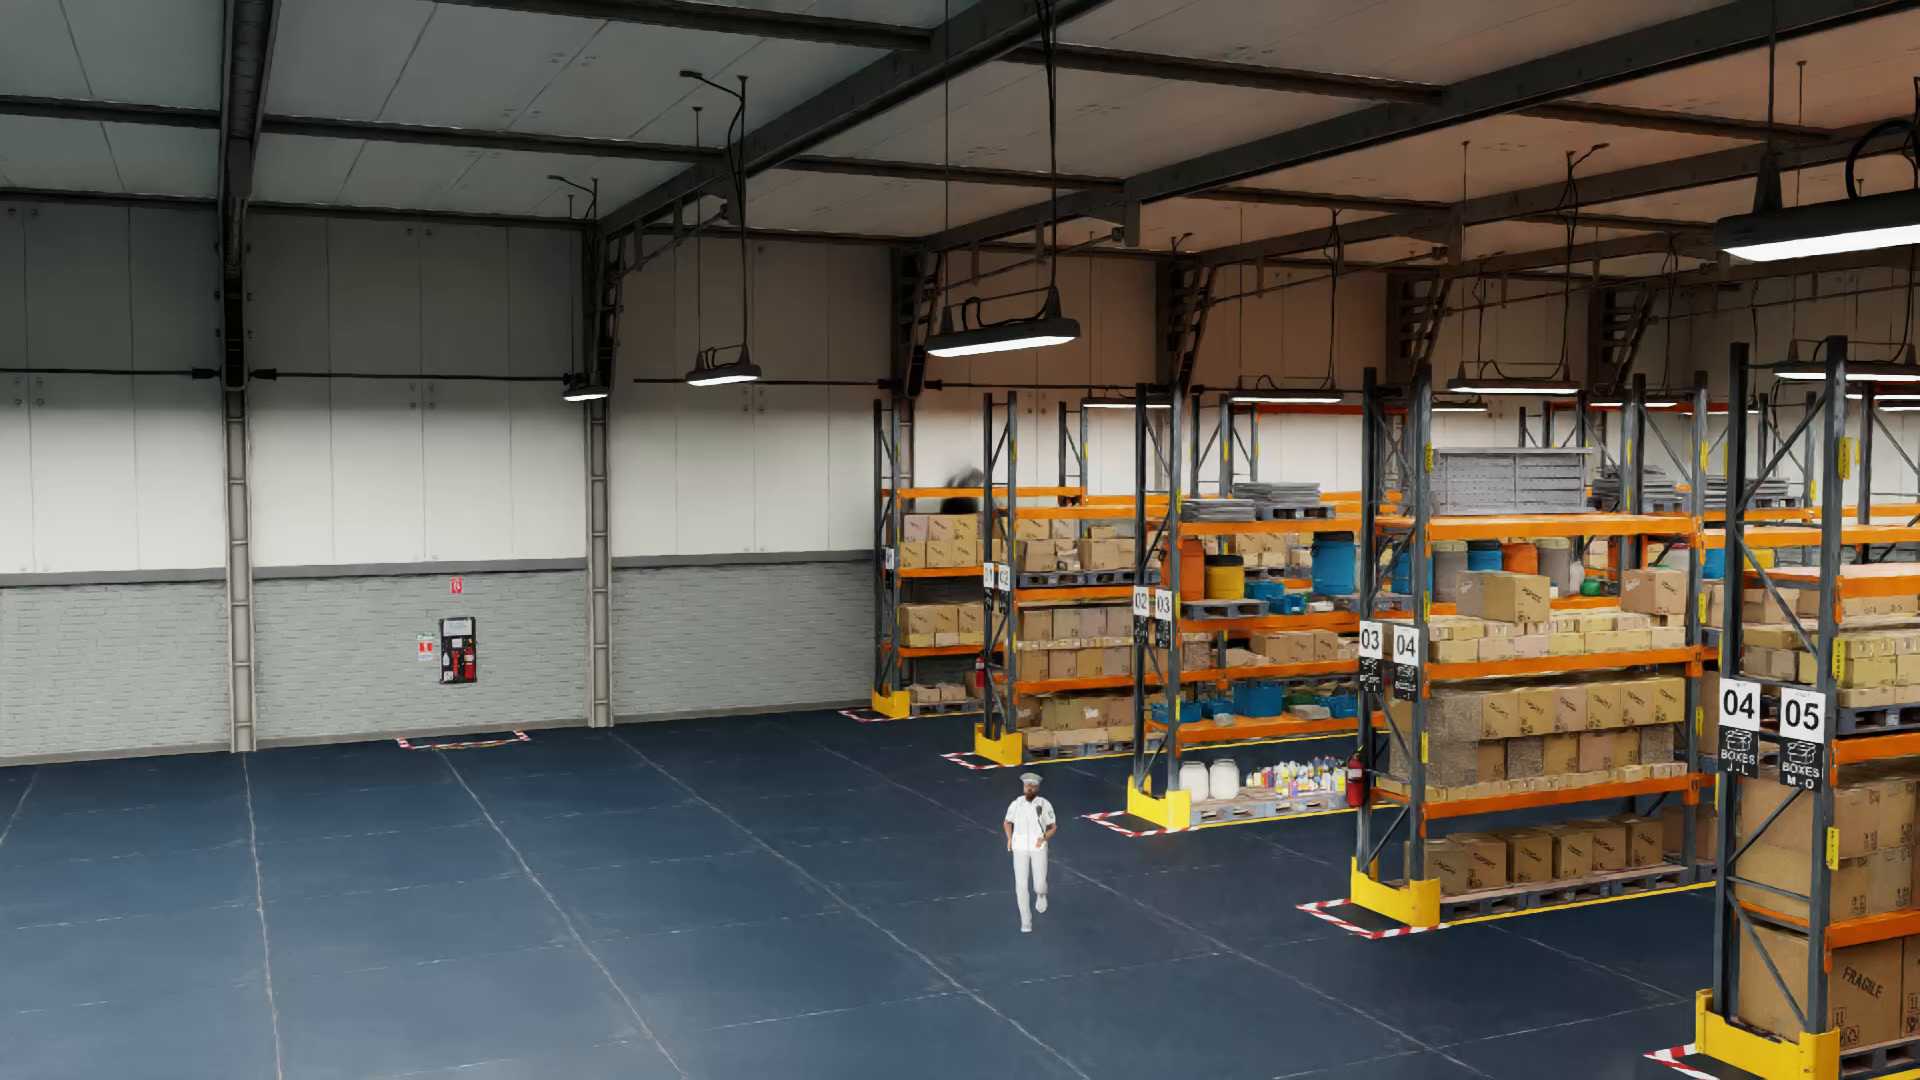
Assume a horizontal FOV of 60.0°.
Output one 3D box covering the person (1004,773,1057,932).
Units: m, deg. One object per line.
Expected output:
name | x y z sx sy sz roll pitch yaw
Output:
person | 0.743 3.298 17.788 0.581 1.655 0.681 1 3 9
